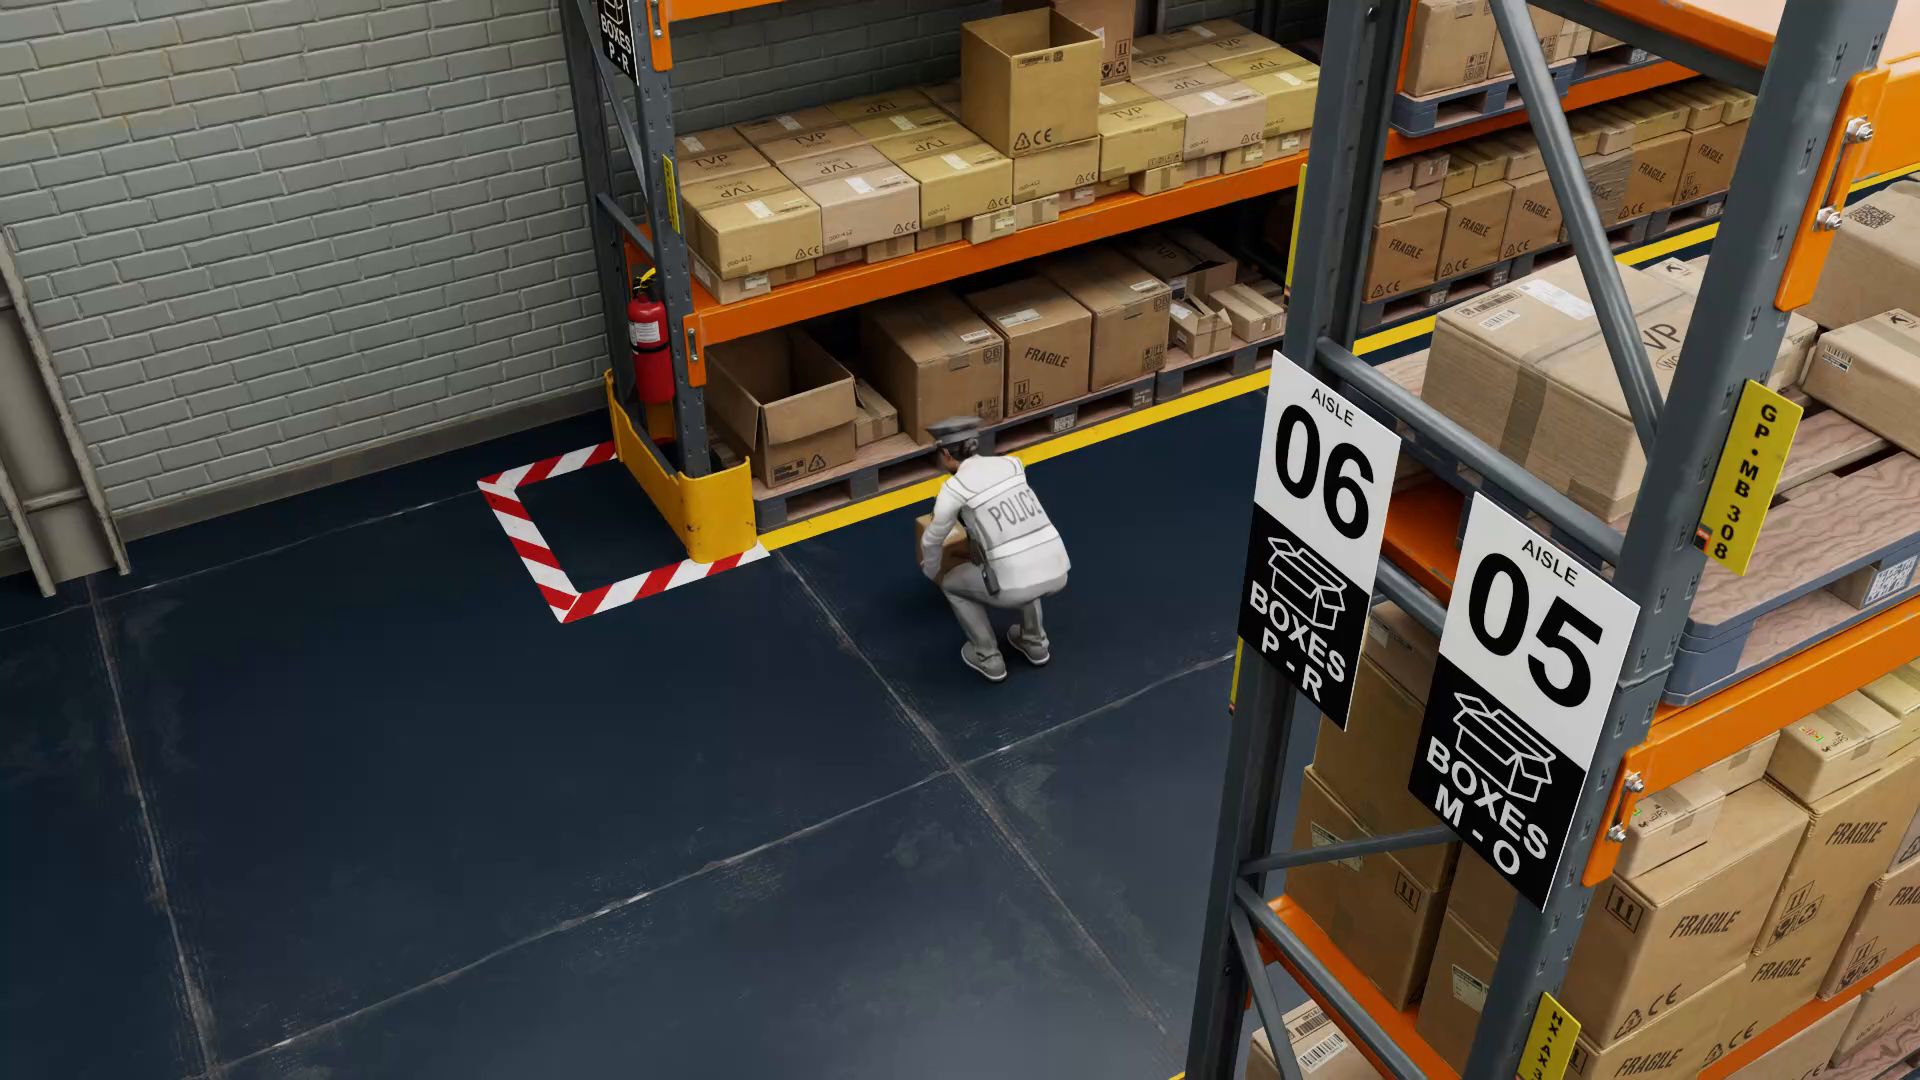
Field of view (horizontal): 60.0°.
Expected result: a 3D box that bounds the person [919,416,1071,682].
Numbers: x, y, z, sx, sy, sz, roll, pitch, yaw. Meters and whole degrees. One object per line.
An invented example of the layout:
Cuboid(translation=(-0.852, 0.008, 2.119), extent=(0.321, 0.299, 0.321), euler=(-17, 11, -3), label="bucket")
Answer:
Cuboid(translation=(0.127, 0.046, 7.306), extent=(0.516, 1.139, 0.802), euler=(-19, 41, -24), label="person")
